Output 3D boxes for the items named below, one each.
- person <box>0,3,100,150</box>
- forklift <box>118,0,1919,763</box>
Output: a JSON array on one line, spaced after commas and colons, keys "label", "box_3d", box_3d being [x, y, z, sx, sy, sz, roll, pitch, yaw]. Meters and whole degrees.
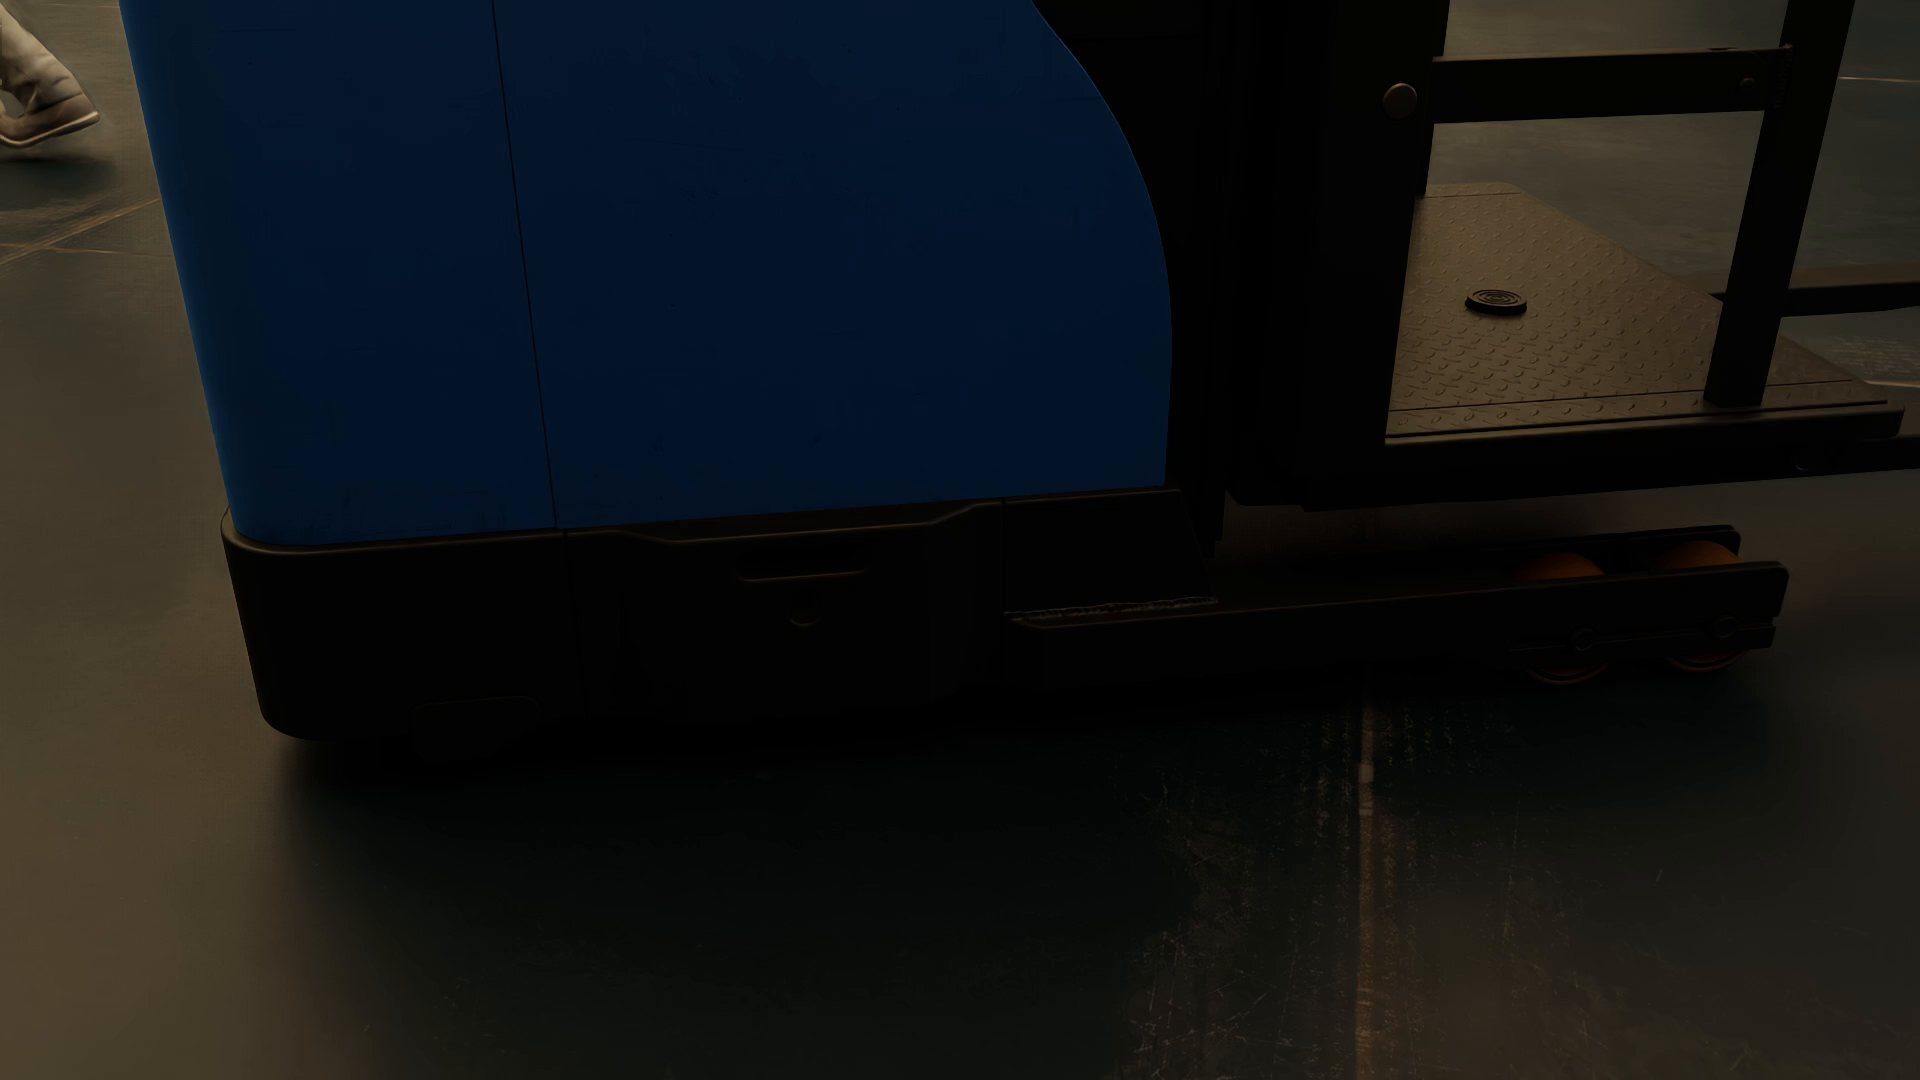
[{"label": "person", "box_3d": [-2.724, -1.887, 4.340, 0.754, 1.728, 0.916, 1, 27, 2]}, {"label": "forklift", "box_3d": [0.600, -1.354, 1.930, 3.031, 2.935, 1.130, -4, 27, -9]}]
